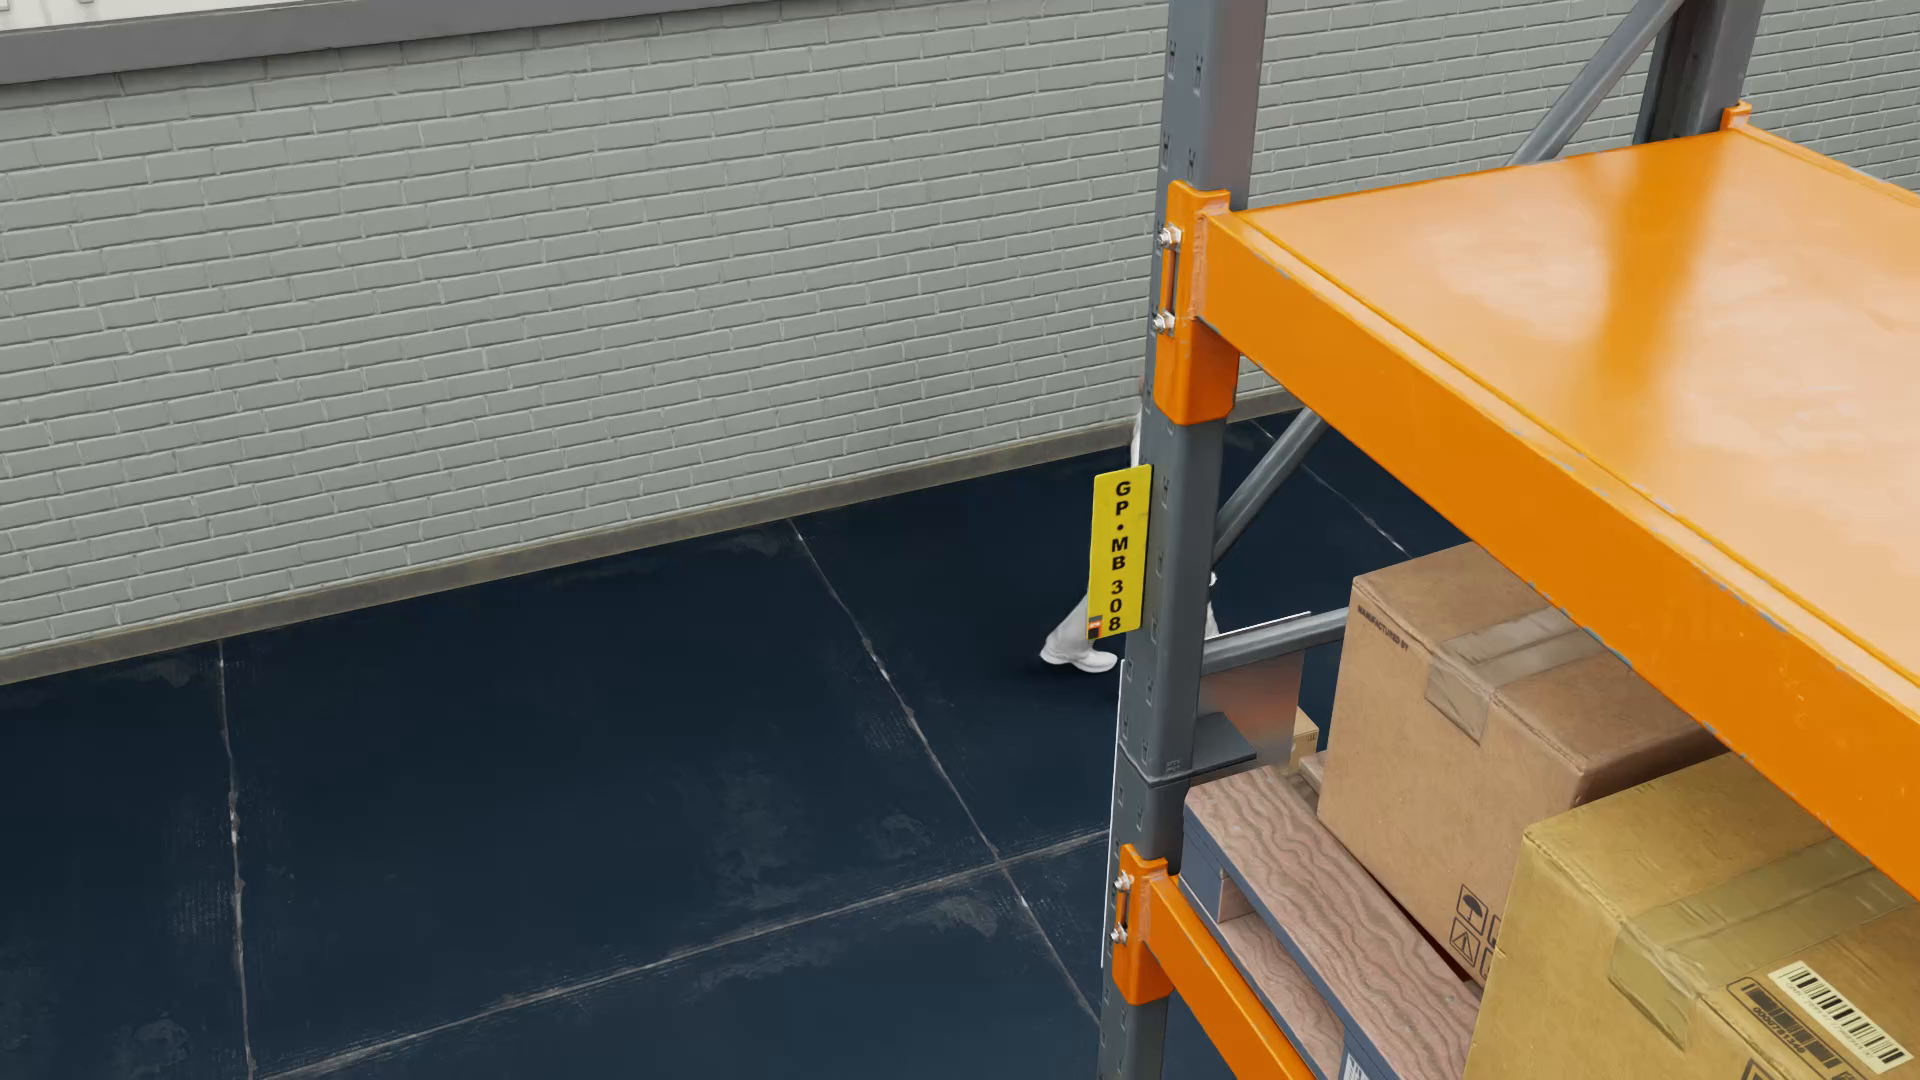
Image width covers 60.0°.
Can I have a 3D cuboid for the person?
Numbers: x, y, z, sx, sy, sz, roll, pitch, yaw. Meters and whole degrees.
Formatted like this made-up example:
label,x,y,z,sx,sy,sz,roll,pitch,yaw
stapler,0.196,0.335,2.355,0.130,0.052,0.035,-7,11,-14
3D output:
label,x,y,z,sx,sy,sz,roll,pitch,yaw
person,0.930,-0.016,7.584,1.096,1.740,0.615,2,33,3
